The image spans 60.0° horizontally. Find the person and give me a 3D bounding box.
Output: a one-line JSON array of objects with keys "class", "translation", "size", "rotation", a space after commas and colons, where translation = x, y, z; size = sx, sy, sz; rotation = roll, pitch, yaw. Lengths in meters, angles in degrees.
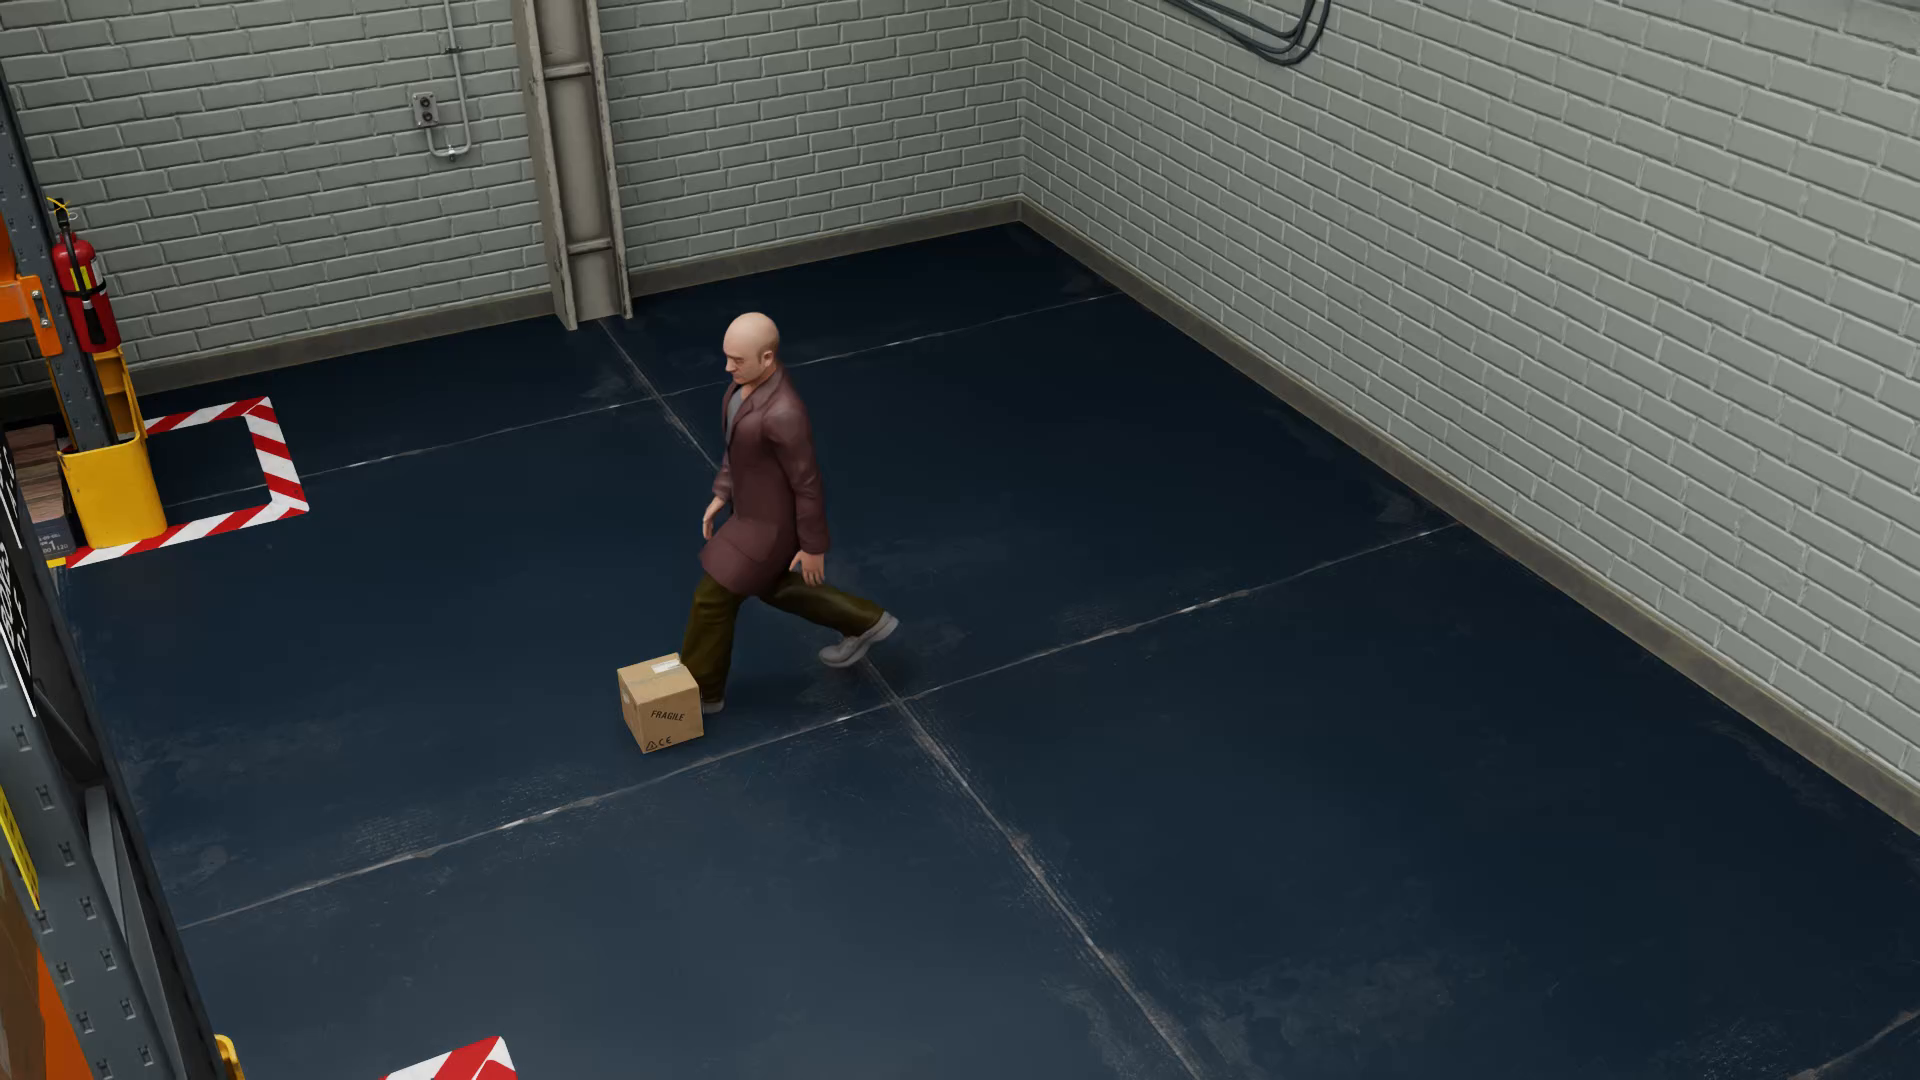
[{"class": "person", "translation": [-0.782, -0.091, 6.357], "size": [1.104, 1.704, 0.557], "rotation": [-6, 33, -9]}]
